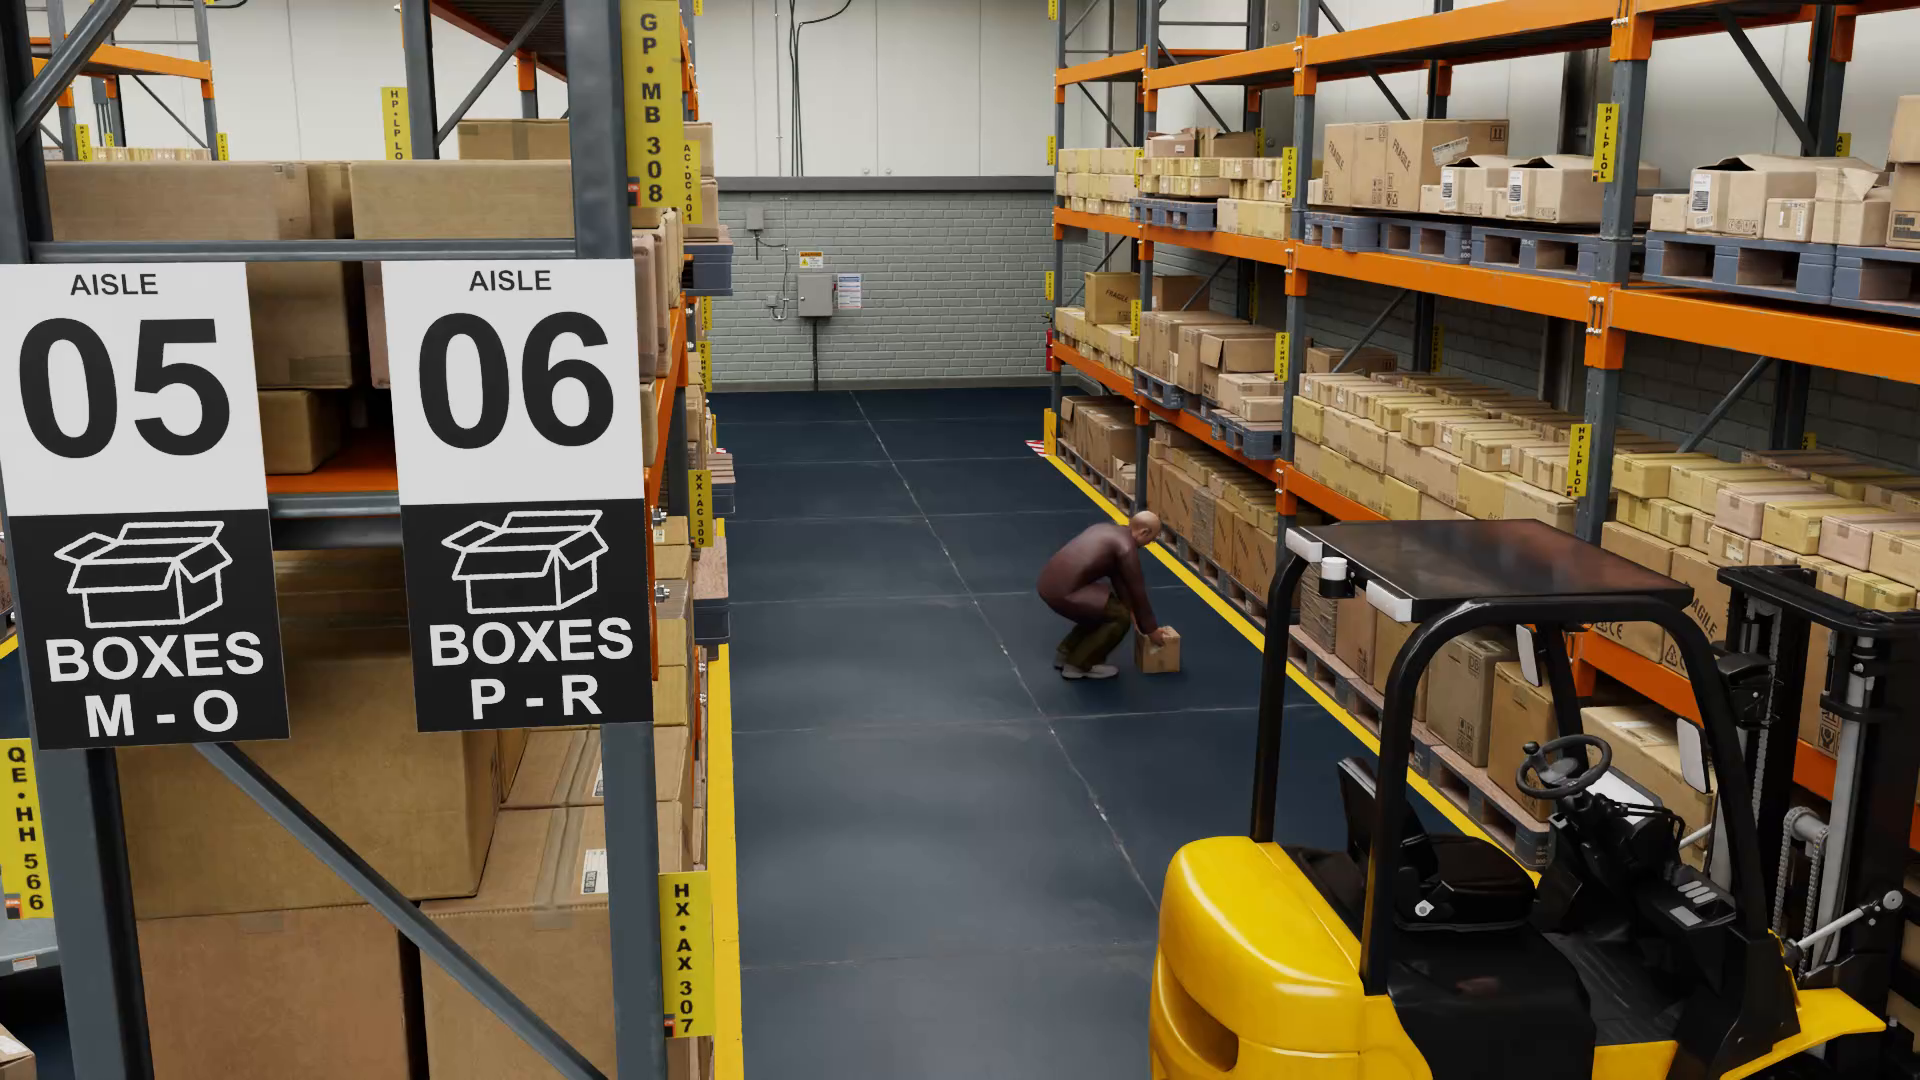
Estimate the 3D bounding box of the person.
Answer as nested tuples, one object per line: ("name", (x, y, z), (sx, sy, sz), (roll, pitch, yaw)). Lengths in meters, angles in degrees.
("person", (0.935, 0.349, 11.075), (0.875, 1.073, 0.615), (-2, 13, -8))
